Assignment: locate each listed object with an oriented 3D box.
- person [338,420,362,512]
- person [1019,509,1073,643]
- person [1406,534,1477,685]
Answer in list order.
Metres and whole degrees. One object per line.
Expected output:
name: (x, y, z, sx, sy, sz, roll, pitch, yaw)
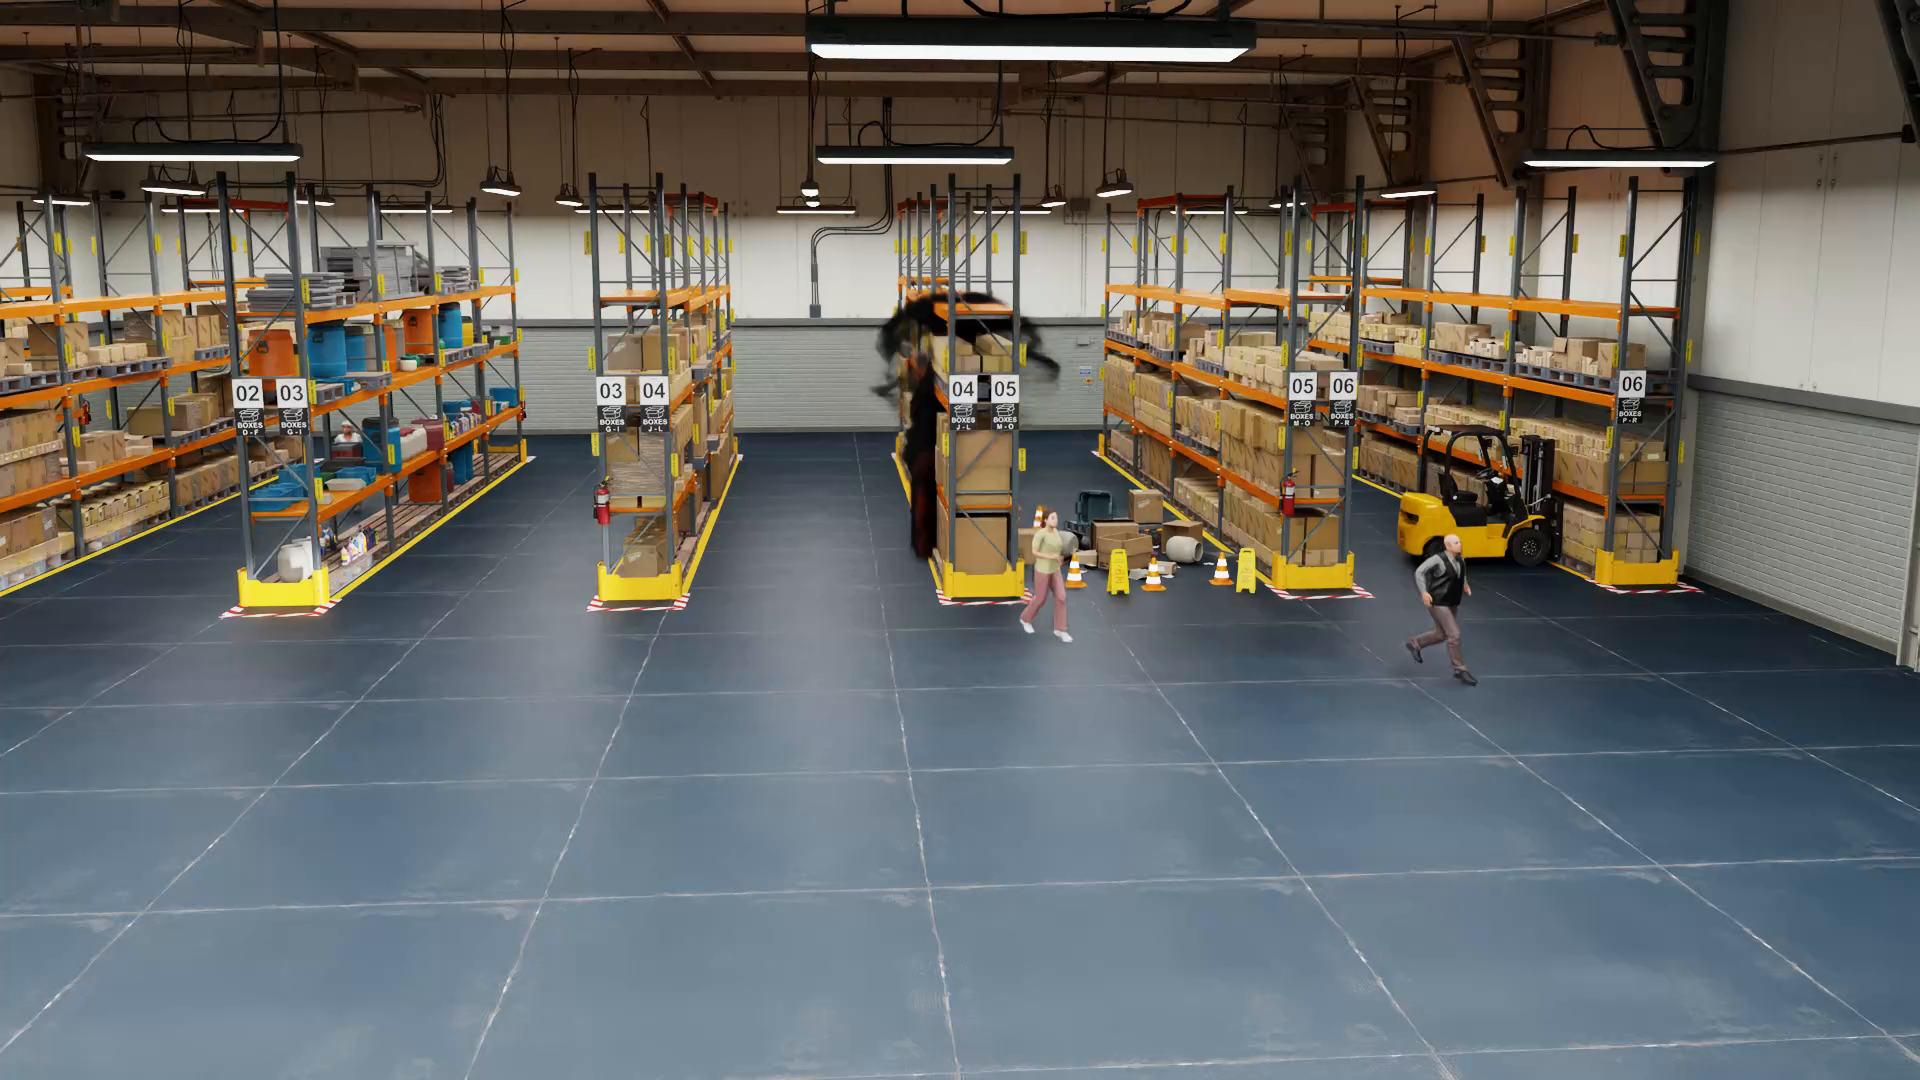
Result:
person: (-11.539, -1.404, 31.513, 0.640, 1.757, 0.764, -1, 10, -7)
person: (1.117, 0.433, 21.422, 0.592, 1.704, 0.838, -9, 14, -43)
person: (5.641, 0.764, 19.444, 0.678, 1.722, 1.010, -7, 12, -36)
